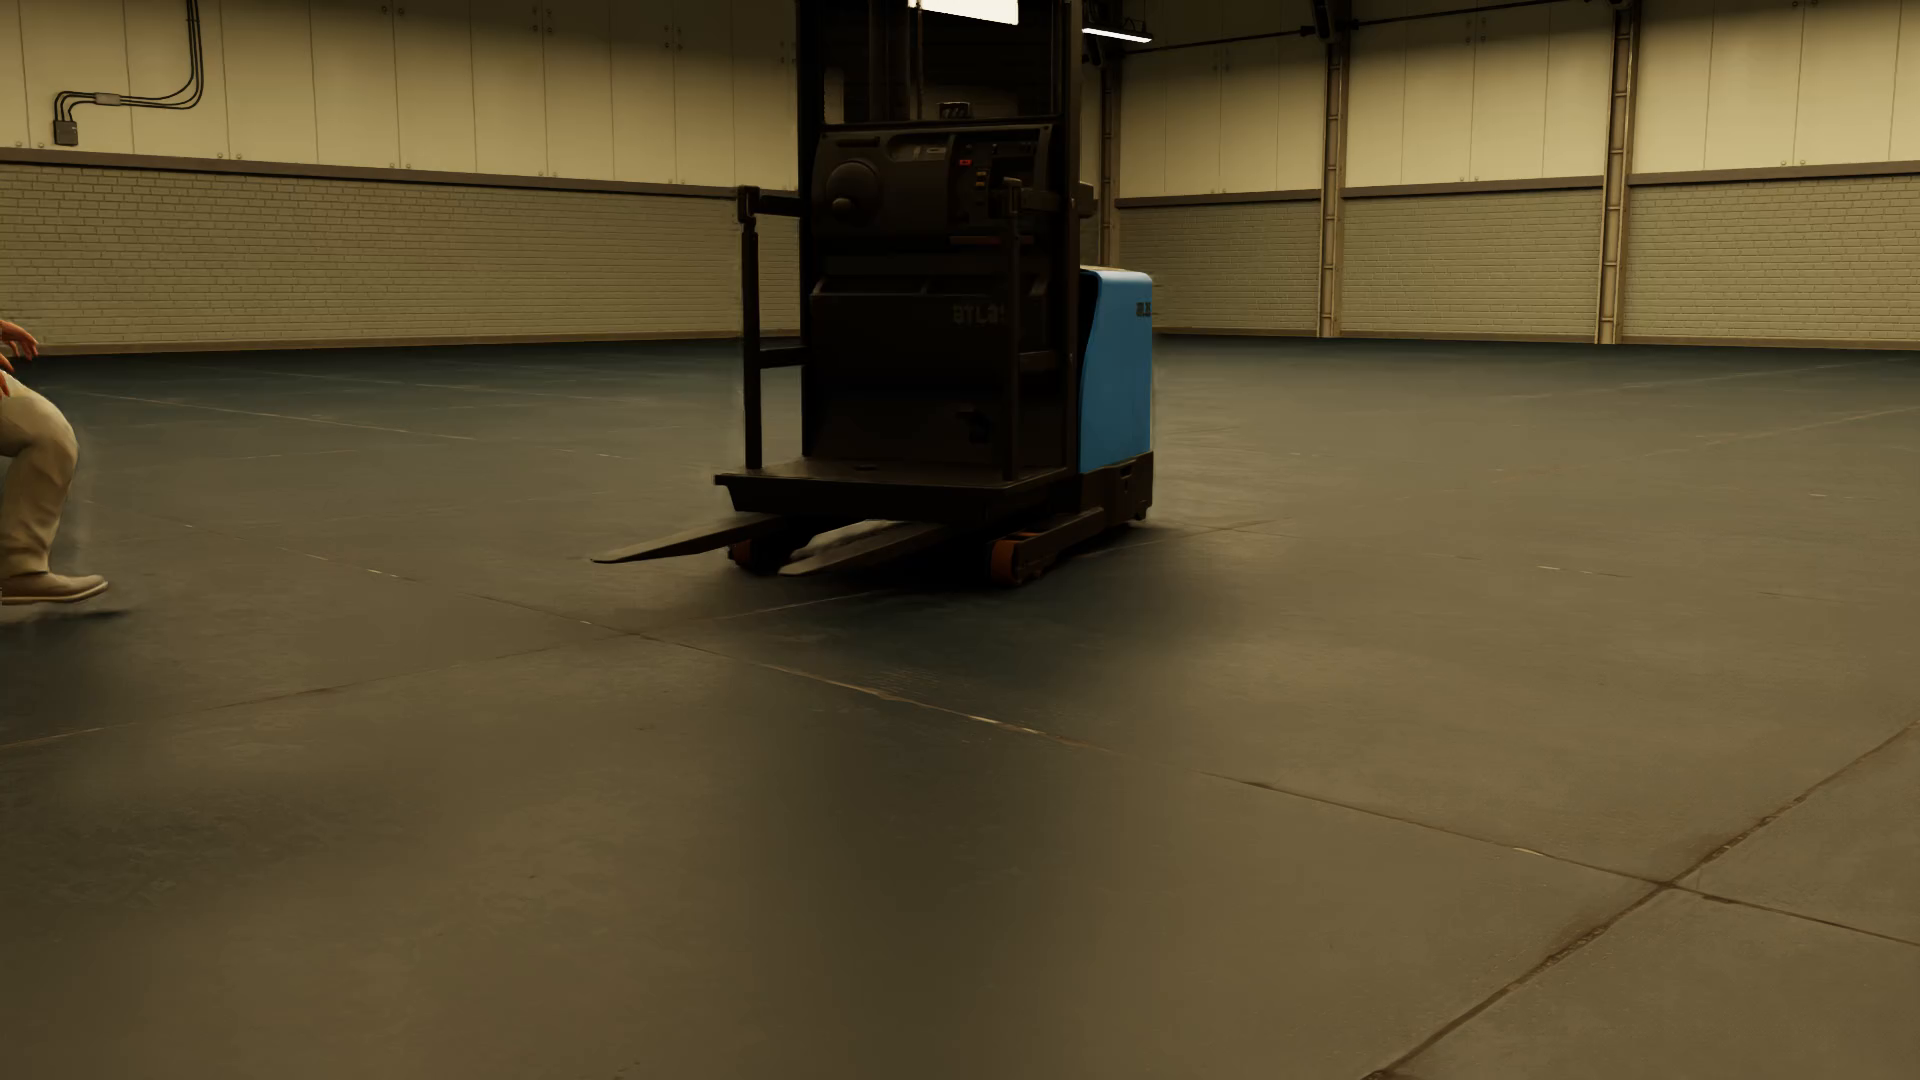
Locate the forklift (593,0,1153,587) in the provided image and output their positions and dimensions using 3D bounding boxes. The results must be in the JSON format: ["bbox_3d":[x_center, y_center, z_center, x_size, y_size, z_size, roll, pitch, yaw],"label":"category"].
[{"bbox_3d":[-0.189,-1.359,5.902,1.130,2.935,3.031,3,9,22],"label":"forklift"}]

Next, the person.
[{"bbox_3d":[-3.216,-0.568,5.268,0.781,1.623,0.967,-5,10,-30],"label":"person"}]
